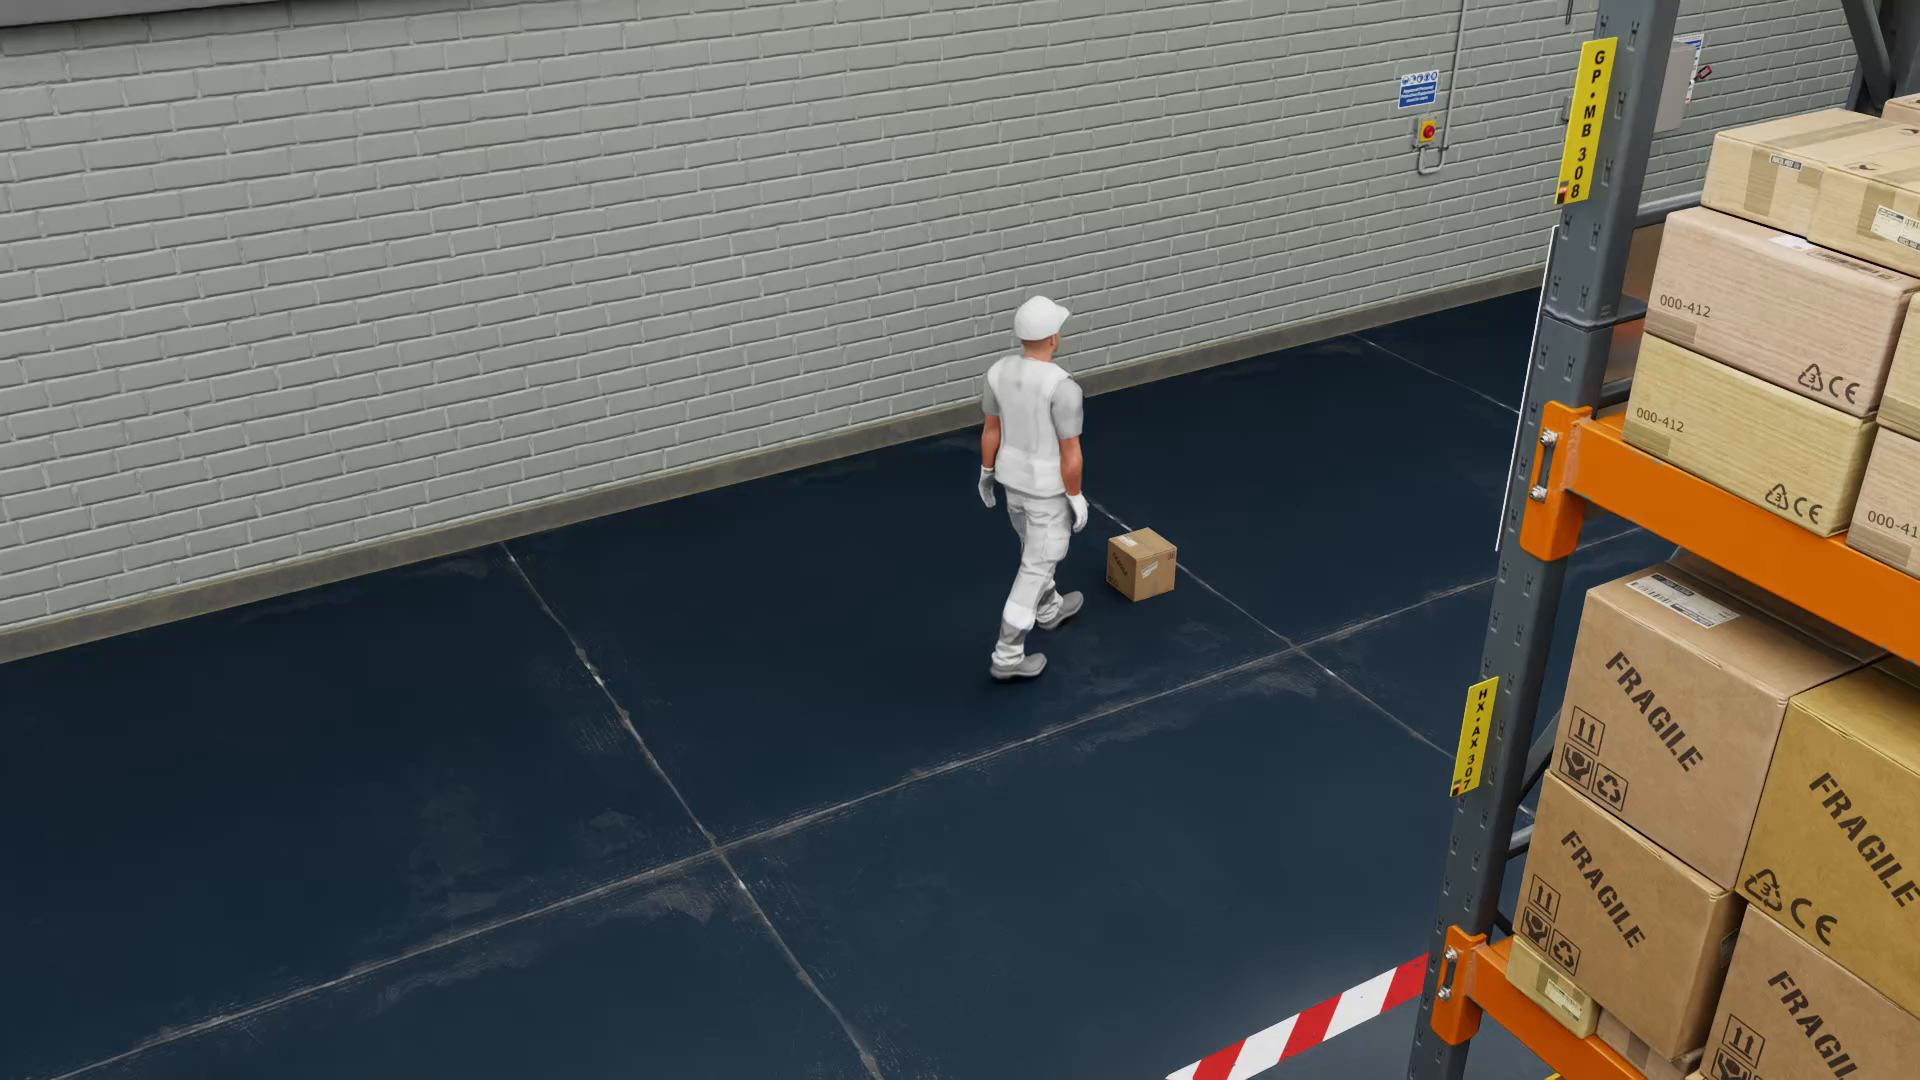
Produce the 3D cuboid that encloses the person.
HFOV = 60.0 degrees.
[{"bbox_3d":[0.373,-0.268,7.595,0.571,1.784,0.837,24,37,37],"label":"person"}]
